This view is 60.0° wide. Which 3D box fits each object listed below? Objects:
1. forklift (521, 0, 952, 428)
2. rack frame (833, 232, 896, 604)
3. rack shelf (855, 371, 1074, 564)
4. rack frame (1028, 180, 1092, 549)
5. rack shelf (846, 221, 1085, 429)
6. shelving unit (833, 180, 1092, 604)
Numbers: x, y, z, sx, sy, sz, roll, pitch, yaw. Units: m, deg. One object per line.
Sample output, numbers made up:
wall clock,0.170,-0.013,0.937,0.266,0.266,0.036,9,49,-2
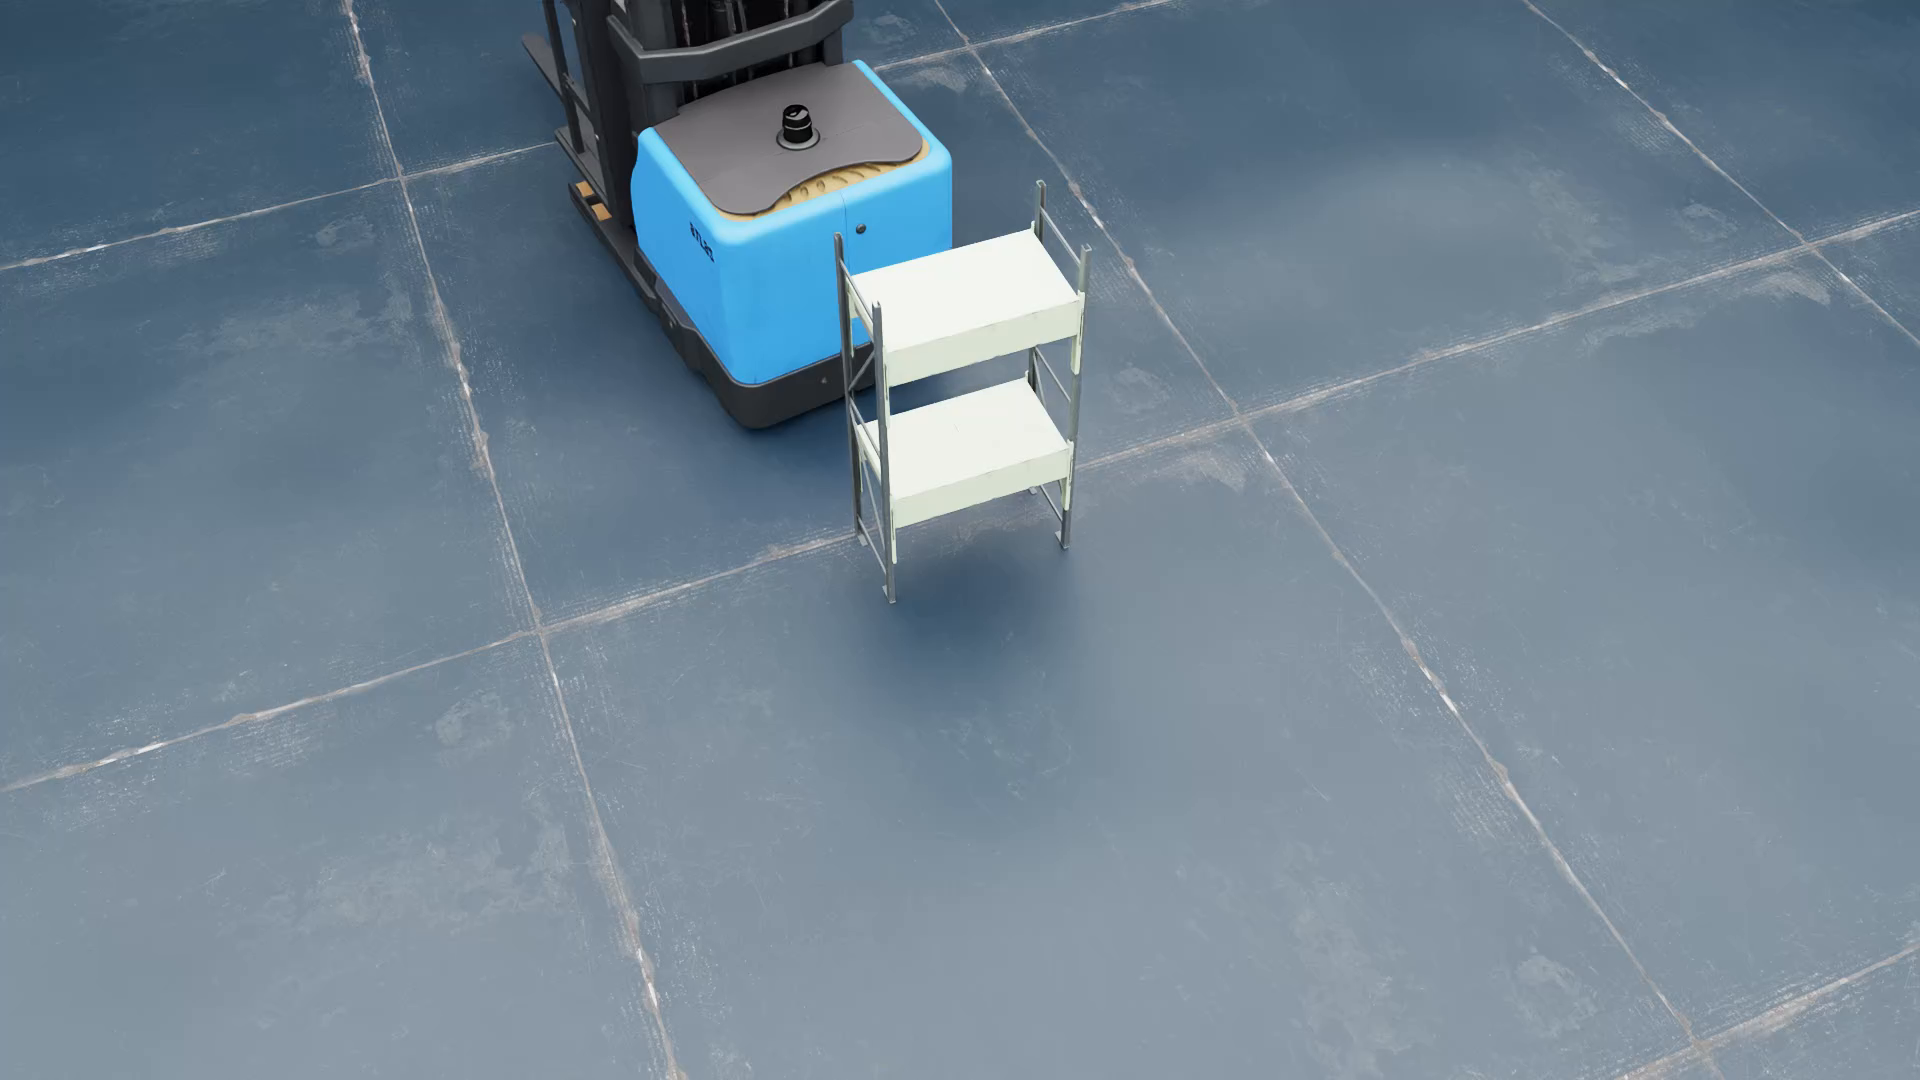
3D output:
forklift,-1.194,-2.532,6.833,1.130,2.935,3.031,-24,53,-19
rack frame,-0.333,-0.386,5.933,0.023,1.500,0.400,-17,52,-14
rack shelf,0.006,-0.278,6.271,0.720,0.370,0.431,-17,52,-14
rack frame,0.345,-0.596,6.114,0.023,1.500,0.400,-17,52,-14
rack shelf,0.006,-0.745,5.727,0.720,0.370,0.431,-17,52,-14
shelving unit,0.006,-0.491,6.023,0.755,1.500,0.431,-17,52,-14
